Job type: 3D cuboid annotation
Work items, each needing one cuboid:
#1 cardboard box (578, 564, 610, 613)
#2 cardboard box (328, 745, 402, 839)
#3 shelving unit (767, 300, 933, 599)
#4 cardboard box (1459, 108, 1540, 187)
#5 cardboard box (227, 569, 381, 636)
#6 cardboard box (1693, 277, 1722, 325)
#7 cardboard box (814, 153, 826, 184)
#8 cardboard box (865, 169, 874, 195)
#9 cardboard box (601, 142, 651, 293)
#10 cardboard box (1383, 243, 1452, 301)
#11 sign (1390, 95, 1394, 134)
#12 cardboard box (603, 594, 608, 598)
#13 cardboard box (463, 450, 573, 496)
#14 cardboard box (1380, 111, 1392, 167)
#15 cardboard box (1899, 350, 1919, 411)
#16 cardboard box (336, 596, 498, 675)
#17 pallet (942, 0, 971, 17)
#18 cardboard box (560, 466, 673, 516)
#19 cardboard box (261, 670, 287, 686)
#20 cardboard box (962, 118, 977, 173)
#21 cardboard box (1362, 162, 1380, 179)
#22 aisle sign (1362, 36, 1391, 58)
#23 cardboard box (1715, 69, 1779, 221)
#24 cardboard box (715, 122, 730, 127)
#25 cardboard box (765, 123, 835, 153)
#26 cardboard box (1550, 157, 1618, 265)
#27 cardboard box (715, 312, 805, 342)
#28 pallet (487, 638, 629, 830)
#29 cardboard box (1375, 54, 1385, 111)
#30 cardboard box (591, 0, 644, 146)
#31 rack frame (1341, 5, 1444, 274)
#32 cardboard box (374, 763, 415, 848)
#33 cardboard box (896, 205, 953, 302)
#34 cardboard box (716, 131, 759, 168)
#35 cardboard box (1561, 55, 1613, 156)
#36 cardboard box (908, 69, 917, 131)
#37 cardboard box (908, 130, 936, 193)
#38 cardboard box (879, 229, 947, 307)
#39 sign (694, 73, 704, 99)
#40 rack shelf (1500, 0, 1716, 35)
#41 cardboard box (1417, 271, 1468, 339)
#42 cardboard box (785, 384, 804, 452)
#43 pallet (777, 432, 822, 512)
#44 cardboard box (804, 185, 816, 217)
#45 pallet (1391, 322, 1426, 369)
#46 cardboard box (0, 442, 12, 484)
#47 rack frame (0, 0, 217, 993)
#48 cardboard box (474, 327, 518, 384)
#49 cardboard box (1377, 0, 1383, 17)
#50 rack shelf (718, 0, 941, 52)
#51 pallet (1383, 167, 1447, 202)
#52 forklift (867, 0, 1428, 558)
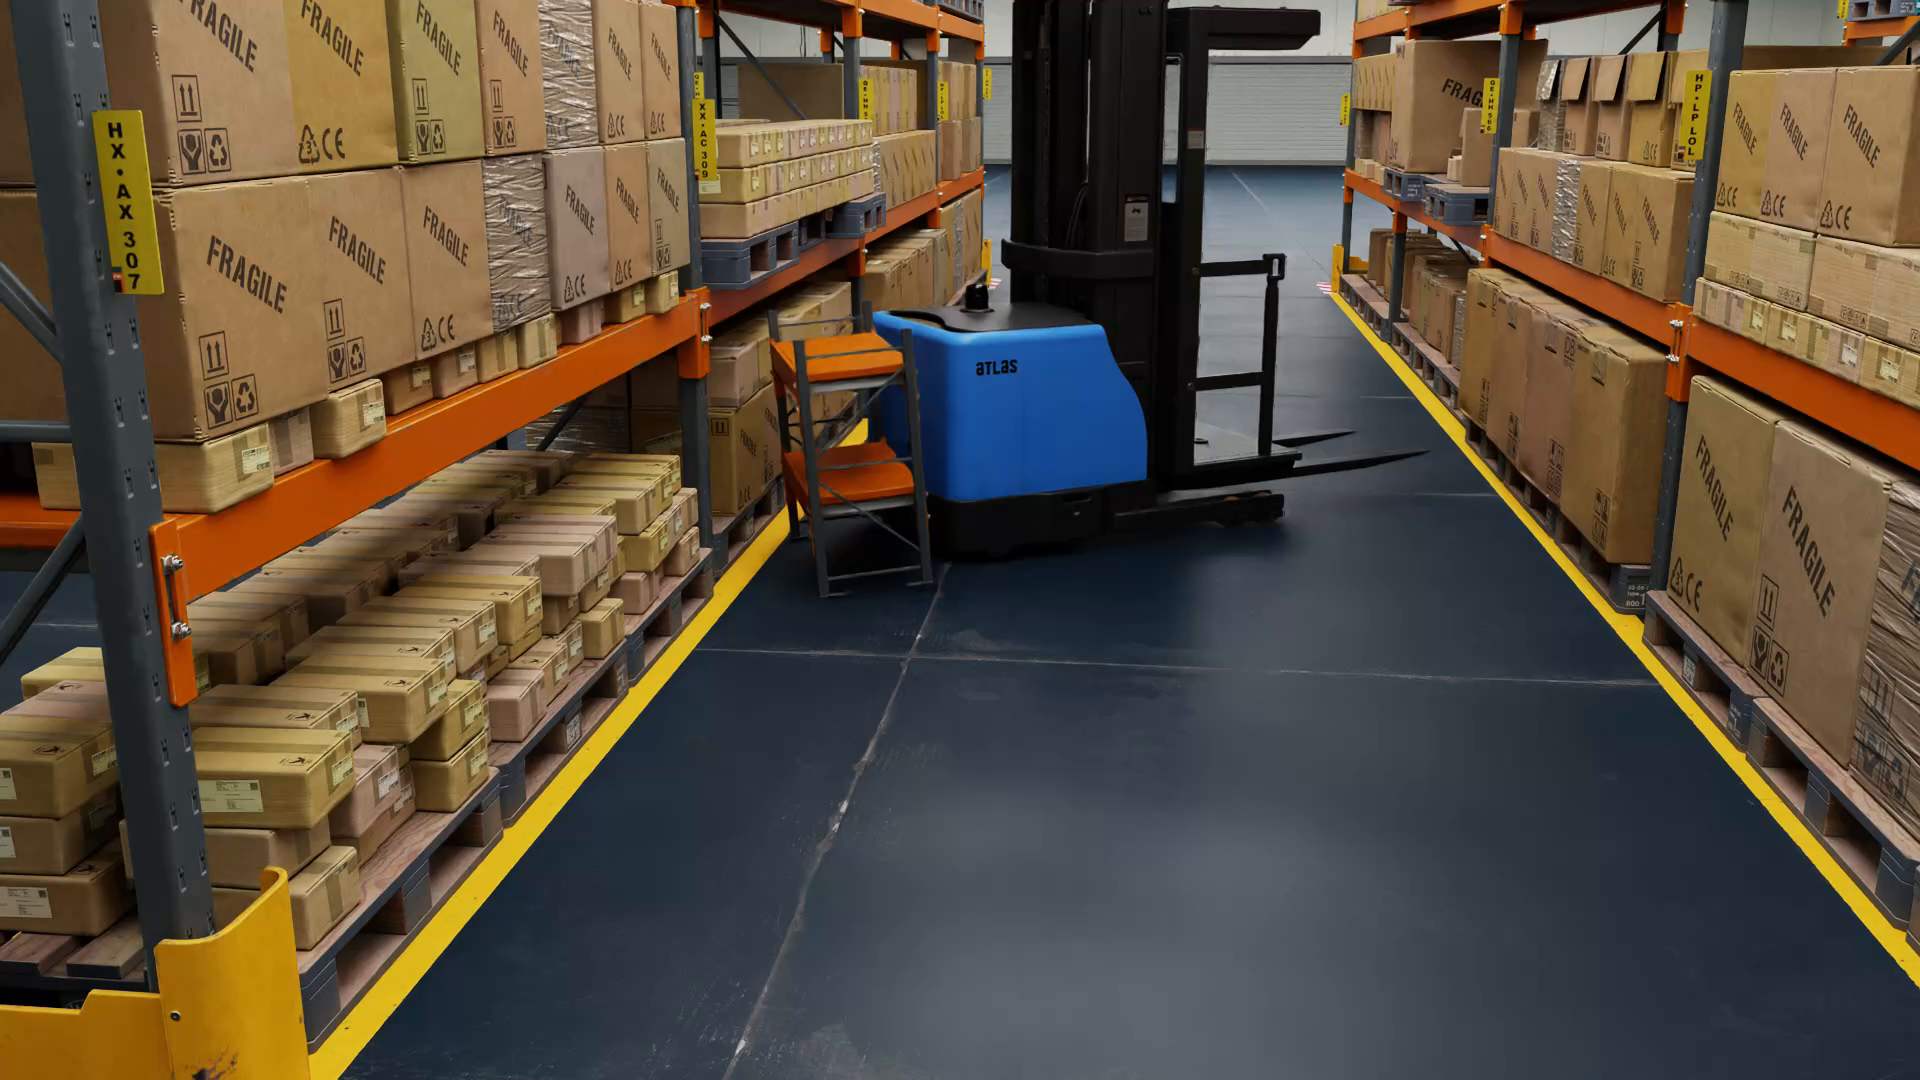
[{"bbox_3d":[-1.481,0.146,5.962,0.380,0.149,0.250,2,15,8],"label":"cardboard box"},{"bbox_3d":[-1.646,0.626,4.189,0.380,0.149,0.250,2,15,6],"label":"cardboard box"},{"bbox_3d":[-0.518,-0.450,7.596,0.538,1.125,1.048,-8,16,-11],"label":"shelving unit"},{"bbox_3d":[3.758,-2.649,11.216,0.700,0.500,0.500,4,16,15],"label":"cardboard box"},{"bbox_3d":[-2.043,0.199,5.198,0.380,0.149,0.250,1,15,4],"label":"cardboard box"},{"bbox_3d":[2.958,-0.884,6.164,0.380,0.149,0.250,2,15,6],"label":"cardboard box"},{"bbox_3d":[-0.920,-1.963,8.784,0.380,0.149,0.250,1,15,5],"label":"cardboard box"},{"bbox_3d":[-0.743,-2.221,10.308,0.380,0.149,0.250,2,15,7],"label":"cardboard box"},{"bbox_3d":[-1.429,-1.167,5.972,0.500,0.500,0.500,1,15,5],"label":"cardboard box"},{"bbox_3d":[4.358,-2.557,15.857,0.500,0.500,0.500,0,15,1],"label":"cardboard box"},{"bbox_3d":[3.684,-3.579,13.991,0.100,0.325,0.005,2,15,6],"label":"sign"},{"bbox_3d":[-1.530,0.241,6.180,0.380,0.149,0.250,1,15,5],"label":"cardboard box"},{"bbox_3d":[-1.840,-0.274,6.948,0.380,0.149,0.250,2,15,9],"label":"cardboard box"},{"bbox_3d":[4.384,-3.715,15.392,0.875,0.500,0.500,2,15,6],"label":"cardboard box"},{"bbox_3d":[2.756,-0.412,4.419,0.380,0.149,0.250,2,15,7],"label":"cardboard box"},{"bbox_3d":[-1.596,0.279,4.902,0.380,0.149,0.250,2,15,8],"label":"cardboard box"},{"bbox_3d":[-0.450,-5.252,16.260,1.003,0.211,1.213,2,15,6],"label":"pallet"},{"bbox_3d":[-1.366,-0.190,6.637,0.380,0.149,0.250,2,15,7],"label":"cardboard box"},{"bbox_3d":[-2.081,0.476,4.741,0.380,0.149,0.250,2,15,6],"label":"cardboard box"},{"bbox_3d":[-0.279,-4.188,17.616,0.875,0.550,0.550,2,15,6],"label":"cardboard box"},{"bbox_3d":[4.141,-3.610,16.246,0.380,0.149,0.250,2,15,6],"label":"cardboard box"},{"bbox_3d":[4.384,-5.464,17.642,0.394,0.787,0.004,2,15,6],"label":"aisle sign"},{"bbox_3d":[3.013,-1.388,5.830,0.500,0.500,0.500,2,15,6],"label":"cardboard box"},{"bbox_3d":[-1.508,-2.264,9.325,0.380,0.149,0.250,2,15,9],"label":"cardboard box"},{"bbox_3d":[-0.892,-2.174,8.993,0.380,0.149,0.250,2,15,9],"label":"cardboard box"},{"bbox_3d":[3.279,-1.643,8.300,0.500,0.500,0.500,2,15,6],"label":"cardboard box"},{"bbox_3d":[-1.130,-1.056,8.870,0.500,0.250,0.500,2,15,8],"label":"cardboard box"},{"bbox_3d":[-1.771,0.595,5.559,1.003,0.211,1.213,2,15,6],"label":"pallet"},{"bbox_3d":[4.114,-4.205,15.291,0.500,0.500,0.500,2,15,6],"label":"cardboard box"},{"bbox_3d":[-1.433,-1.654,5.857,0.500,0.500,0.500,1,15,4],"label":"cardboard box"},{"bbox_3d":[4.676,-4.184,17.889,1.000,3.000,0.127,2,15,6],"label":"rack frame"},{"bbox_3d":[-1.700,0.706,4.463,0.380,0.149,0.250,2,15,7],"label":"cardboard box"},{"bbox_3d":[-0.552,-2.657,15.508,0.875,0.875,0.875,2,15,7],"label":"cardboard box"},{"bbox_3d":[-1.094,-1.701,7.244,0.380,0.149,0.250,2,15,9],"label":"cardboard box"},{"bbox_3d":[3.598,-2.284,8.747,0.797,0.503,0.637,2,15,8],"label":"cardboard box"},{"bbox_3d":[-0.743,-3.721,14.069,0.700,0.500,0.500,1,15,5],"label":"cardboard box"},{"bbox_3d":[-0.486,-3.224,14.147,0.500,0.500,0.500,2,15,6],"label":"cardboard box"},{"bbox_3d":[-0.673,-2.272,14.323,1.050,0.750,0.750,2,15,6],"label":"cardboard box"},{"bbox_3d":[-1.696,-2.856,10.759,0.100,0.325,0.005,2,15,6],"label":"sign"},{"bbox_3d":[3.547,-2.691,8.000,1.077,0.370,4.000,2,15,6],"label":"rack shelf"},{"bbox_3d":[4.061,-1.871,13.279,0.700,0.500,0.500,2,15,6],"label":"cardboard box"},{"bbox_3d":[-1.145,-0.697,8.979,0.500,0.500,0.500,2,15,7],"label":"cardboard box"},{"bbox_3d":[-1.374,-0.417,9.301,1.003,0.211,1.213,2,15,6],"label":"pallet"},{"bbox_3d":[-0.952,-1.753,8.575,0.380,0.149,0.250,1,15,5],"label":"cardboard box"},{"bbox_3d":[4.138,-1.599,13.669,1.003,0.211,1.213,2,15,6],"label":"pallet"},{"bbox_3d":[-2.291,-0.178,3.556,0.380,0.149,0.250,2,15,6],"label":"cardboard box"},{"bbox_3d":[-2.044,-0.207,3.179,0.949,2.616,0.053,2,15,6],"label":"rack frame"},{"bbox_3d":[-1.559,-0.566,4.989,0.380,0.149,0.250,2,15,8],"label":"cardboard box"},{"bbox_3d":[4.199,-5.045,15.613,0.500,0.250,0.500,2,15,8],"label":"cardboard box"},{"bbox_3d":[-0.918,-3.901,12.474,1.077,0.370,4.000,2,15,6],"label":"rack shelf"},{"bbox_3d":[3.993,-2.860,13.360,1.003,0.211,1.213,2,15,6],"label":"pallet"},{"bbox_3d":[1.071,-1.582,8.396,3.031,2.935,1.130,-8,17,-26],"label":"forklift"}]
